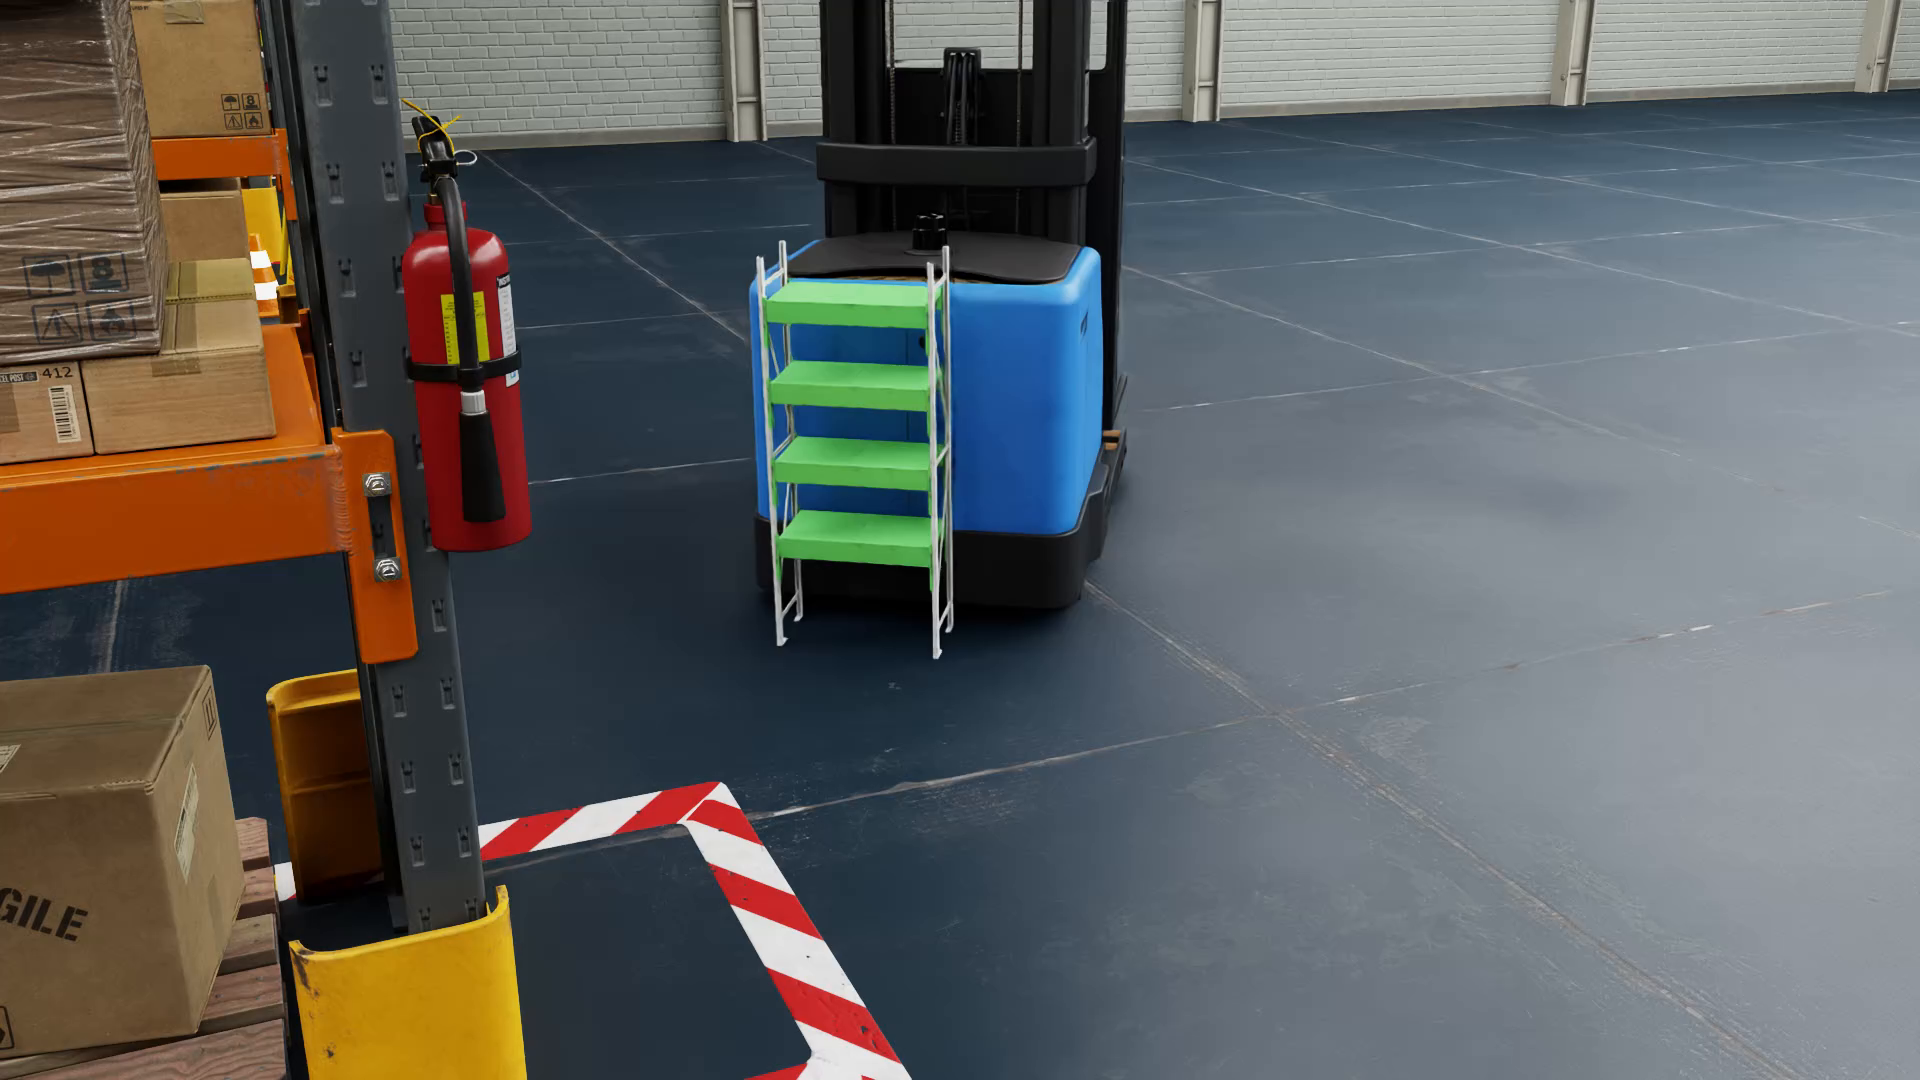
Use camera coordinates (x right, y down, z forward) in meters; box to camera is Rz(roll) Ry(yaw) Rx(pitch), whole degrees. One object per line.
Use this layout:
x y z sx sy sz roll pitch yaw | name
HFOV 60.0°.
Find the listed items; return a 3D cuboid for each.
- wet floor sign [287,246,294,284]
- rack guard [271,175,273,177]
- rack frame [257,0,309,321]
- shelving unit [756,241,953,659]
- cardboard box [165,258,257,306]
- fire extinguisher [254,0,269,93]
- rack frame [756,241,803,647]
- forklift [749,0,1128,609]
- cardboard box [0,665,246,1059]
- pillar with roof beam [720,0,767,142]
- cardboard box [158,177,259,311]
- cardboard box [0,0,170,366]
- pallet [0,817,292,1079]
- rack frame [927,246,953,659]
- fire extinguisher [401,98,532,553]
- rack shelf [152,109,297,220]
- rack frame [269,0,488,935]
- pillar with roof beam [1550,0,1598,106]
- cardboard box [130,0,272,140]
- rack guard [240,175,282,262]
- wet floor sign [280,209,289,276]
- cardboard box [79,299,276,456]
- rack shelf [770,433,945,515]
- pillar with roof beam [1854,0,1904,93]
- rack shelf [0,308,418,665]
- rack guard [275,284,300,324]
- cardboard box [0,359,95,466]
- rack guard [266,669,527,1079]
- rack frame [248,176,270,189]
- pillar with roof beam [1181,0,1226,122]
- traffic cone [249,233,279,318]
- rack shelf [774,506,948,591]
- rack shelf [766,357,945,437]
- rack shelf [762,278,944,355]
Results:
-3.686 -1.508 9.335 0.232 0.644 0.267 -12 23 -31 | wet floor sign
-6.929 -3.845 16.189 0.348 0.500 1.175 -8 21 -22 | rack guard
-2.928 -2.011 7.218 0.127 3.000 1.000 -8 21 -22 | rack frame
-0.296 -0.259 4.935 0.503 1.200 0.258 4 22 10 | shelving unit
-1.412 -0.402 3.026 0.250 0.149 0.380 -8 21 -22 | cardboard box
-4.694 -3.346 11.124 0.183 0.674 0.296 -8 21 -22 | fire extinguisher
-0.535 -0.275 4.979 0.015 1.200 0.240 4 22 10 | rack frame
0.085 -1.619 6.206 1.130 2.935 3.031 3 20 9 | forklift
-1.636 0.572 3.011 0.500 0.500 0.500 -4 20 -12 | cardboard box
-0.733 -7.510 13.802 0.400 9.000 9.100 -8 21 -22 | pillar with roof beam
-3.524 -1.098 7.191 0.875 0.875 0.875 -8 21 -22 | cardboard box
-1.572 -0.609 2.637 0.500 0.500 0.875 -8 21 -22 | cardboard box
-1.886 0.936 3.046 1.213 0.211 1.003 -8 21 -22 | pallet
-0.056 -0.244 4.891 0.015 1.200 0.240 4 22 10 | rack frame
-0.768 -0.324 2.541 0.183 0.674 0.296 -8 21 -22 | fire extinguisher
-4.764 -1.409 6.590 4.000 0.370 1.077 -8 21 -22 | rack shelf
-1.056 -0.486 2.884 0.127 3.000 1.000 -8 21 -22 | rack frame
10.286 -9.089 18.286 0.400 9.000 9.100 -8 21 -22 | pillar with roof beam
-3.251 -2.019 7.015 0.550 0.550 0.875 -8 21 -22 | cardboard box
-5.051 -2.319 11.854 0.348 0.500 1.175 -8 21 -22 | rack guard
-4.383 -2.096 11.003 0.232 0.644 0.267 -1 19 -3 | wet floor sign
-1.236 -0.267 2.641 0.250 0.149 0.380 -8 21 -22 | cardboard box
-0.295 -0.200 4.959 0.480 0.148 0.258 4 22 10 | rack shelf
15.795 -9.878 20.527 0.400 9.000 9.100 -8 21 -22 | pillar with roof beam
-2.892 0.117 2.257 4.000 0.370 1.077 -8 21 -22 | rack shelf
-2.906 -0.835 7.642 0.348 0.500 1.175 -8 21 -22 | rack guard
-1.466 -0.234 2.548 0.250 0.149 0.380 -8 21 -22 | cardboard box
-1.126 0.704 3.271 0.348 0.500 1.175 -8 21 -22 | rack guard
-4.981 -3.508 11.467 0.127 3.000 1.000 -8 21 -22 | rack frame
4.776 -8.300 16.044 0.400 9.000 9.100 -8 21 -22 | pillar with roof beam
-4.113 -1.567 9.776 0.334 0.463 0.336 -8 21 -22 | traffic cone
-0.293 0.023 5.048 0.480 0.148 0.258 4 22 10 | rack shelf
-0.297 -0.423 4.870 0.480 0.148 0.258 4 22 10 | rack shelf
-0.299 -0.646 4.781 0.480 0.148 0.258 4 22 10 | rack shelf
